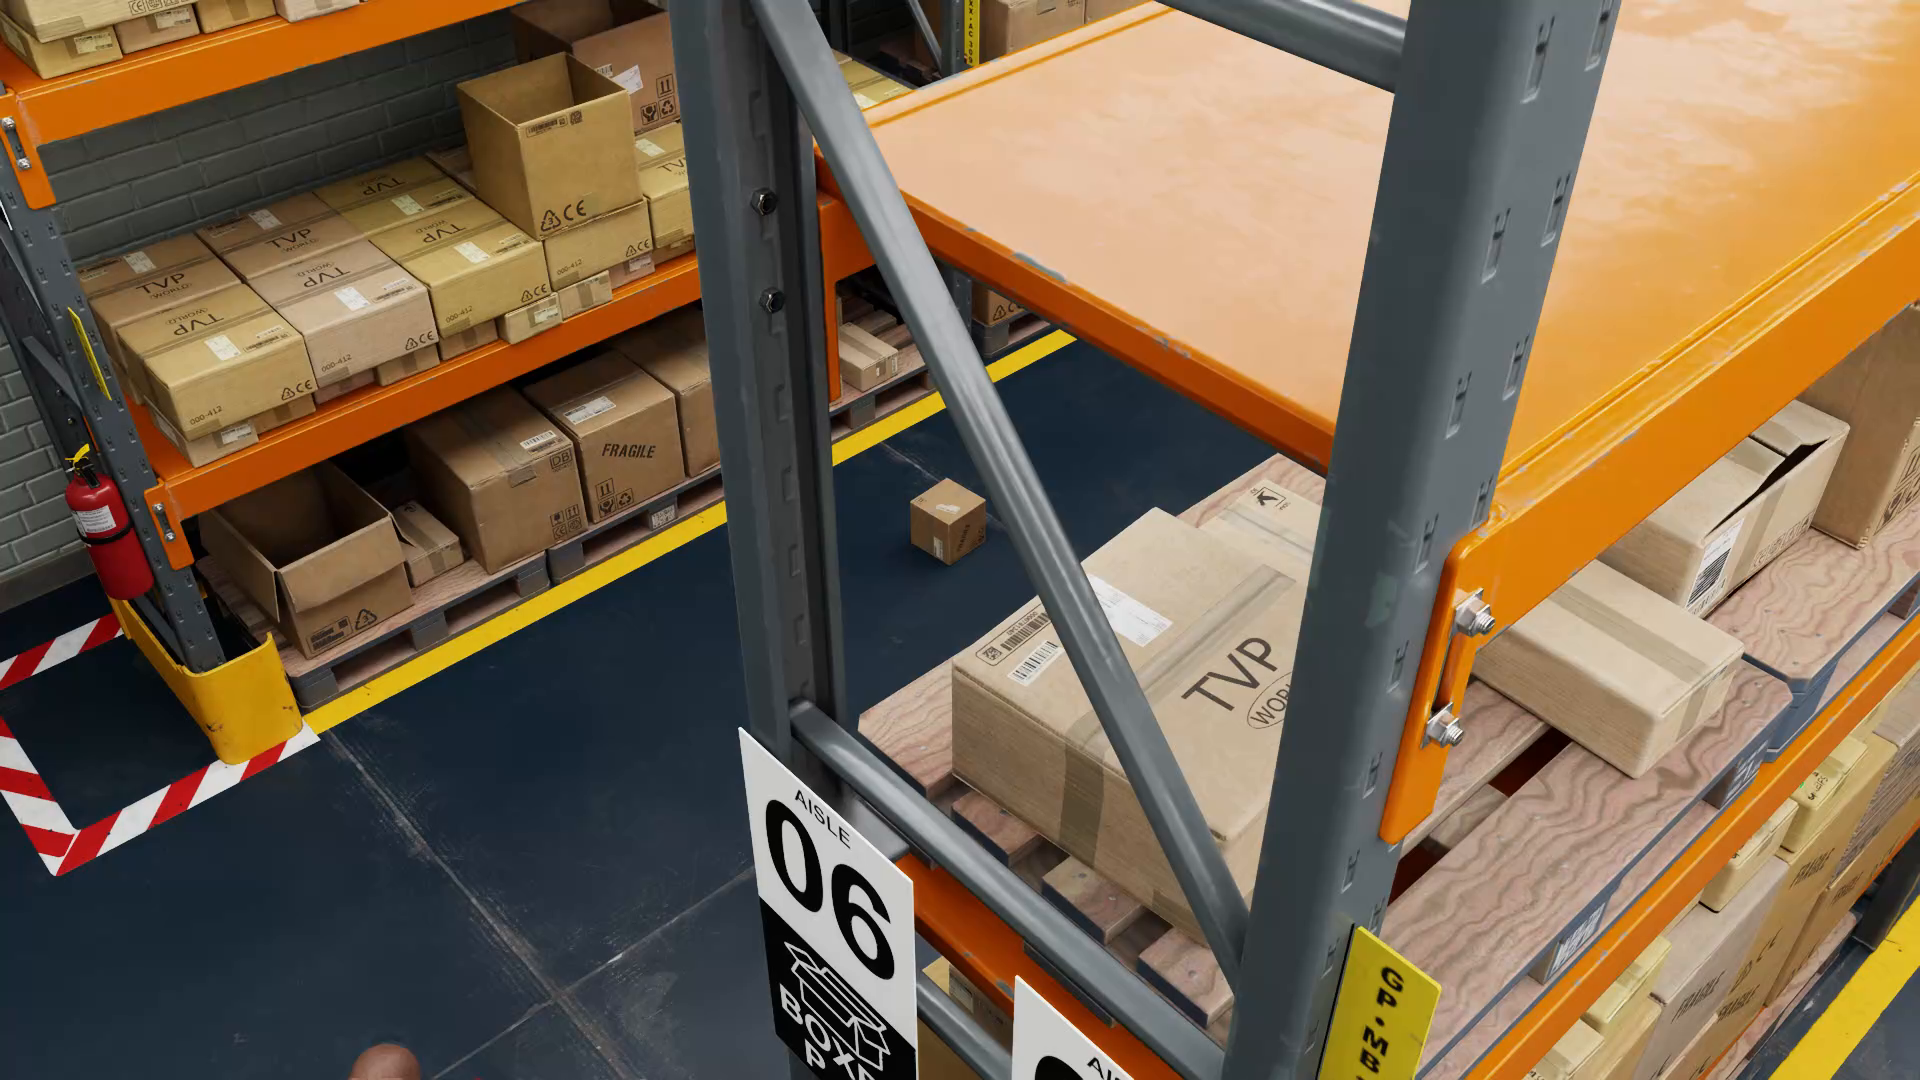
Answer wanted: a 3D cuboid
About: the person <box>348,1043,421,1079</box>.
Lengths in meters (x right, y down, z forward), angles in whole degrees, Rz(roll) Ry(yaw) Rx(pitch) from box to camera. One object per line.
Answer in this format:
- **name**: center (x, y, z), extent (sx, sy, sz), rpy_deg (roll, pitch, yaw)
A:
- **person**: center (-1.357, 1.898, 4.184), extent (0.546, 1.694, 0.945), rpy_deg (9, 40, 11)
